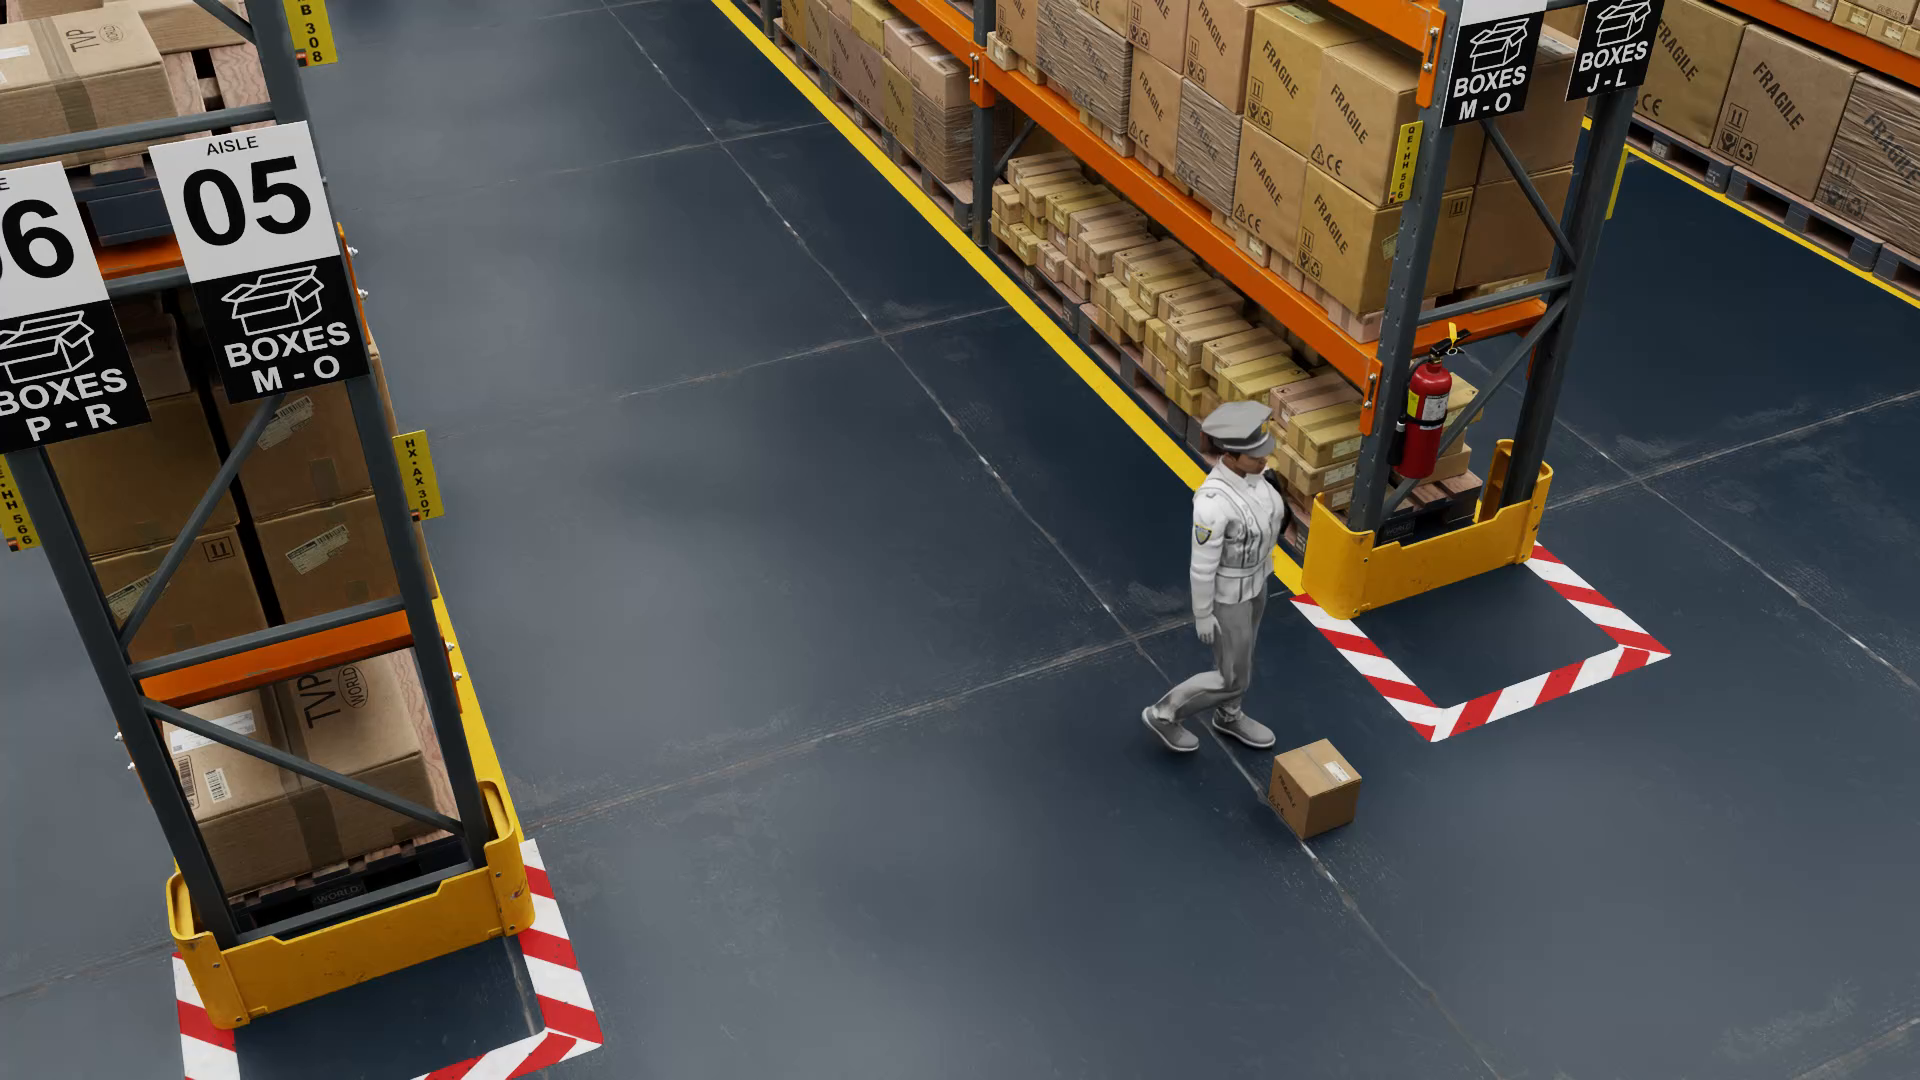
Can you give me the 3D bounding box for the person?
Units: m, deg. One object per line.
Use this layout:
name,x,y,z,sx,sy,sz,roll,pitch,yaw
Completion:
person,1.077,0.169,6.599,0.521,1.670,0.497,17,41,21
